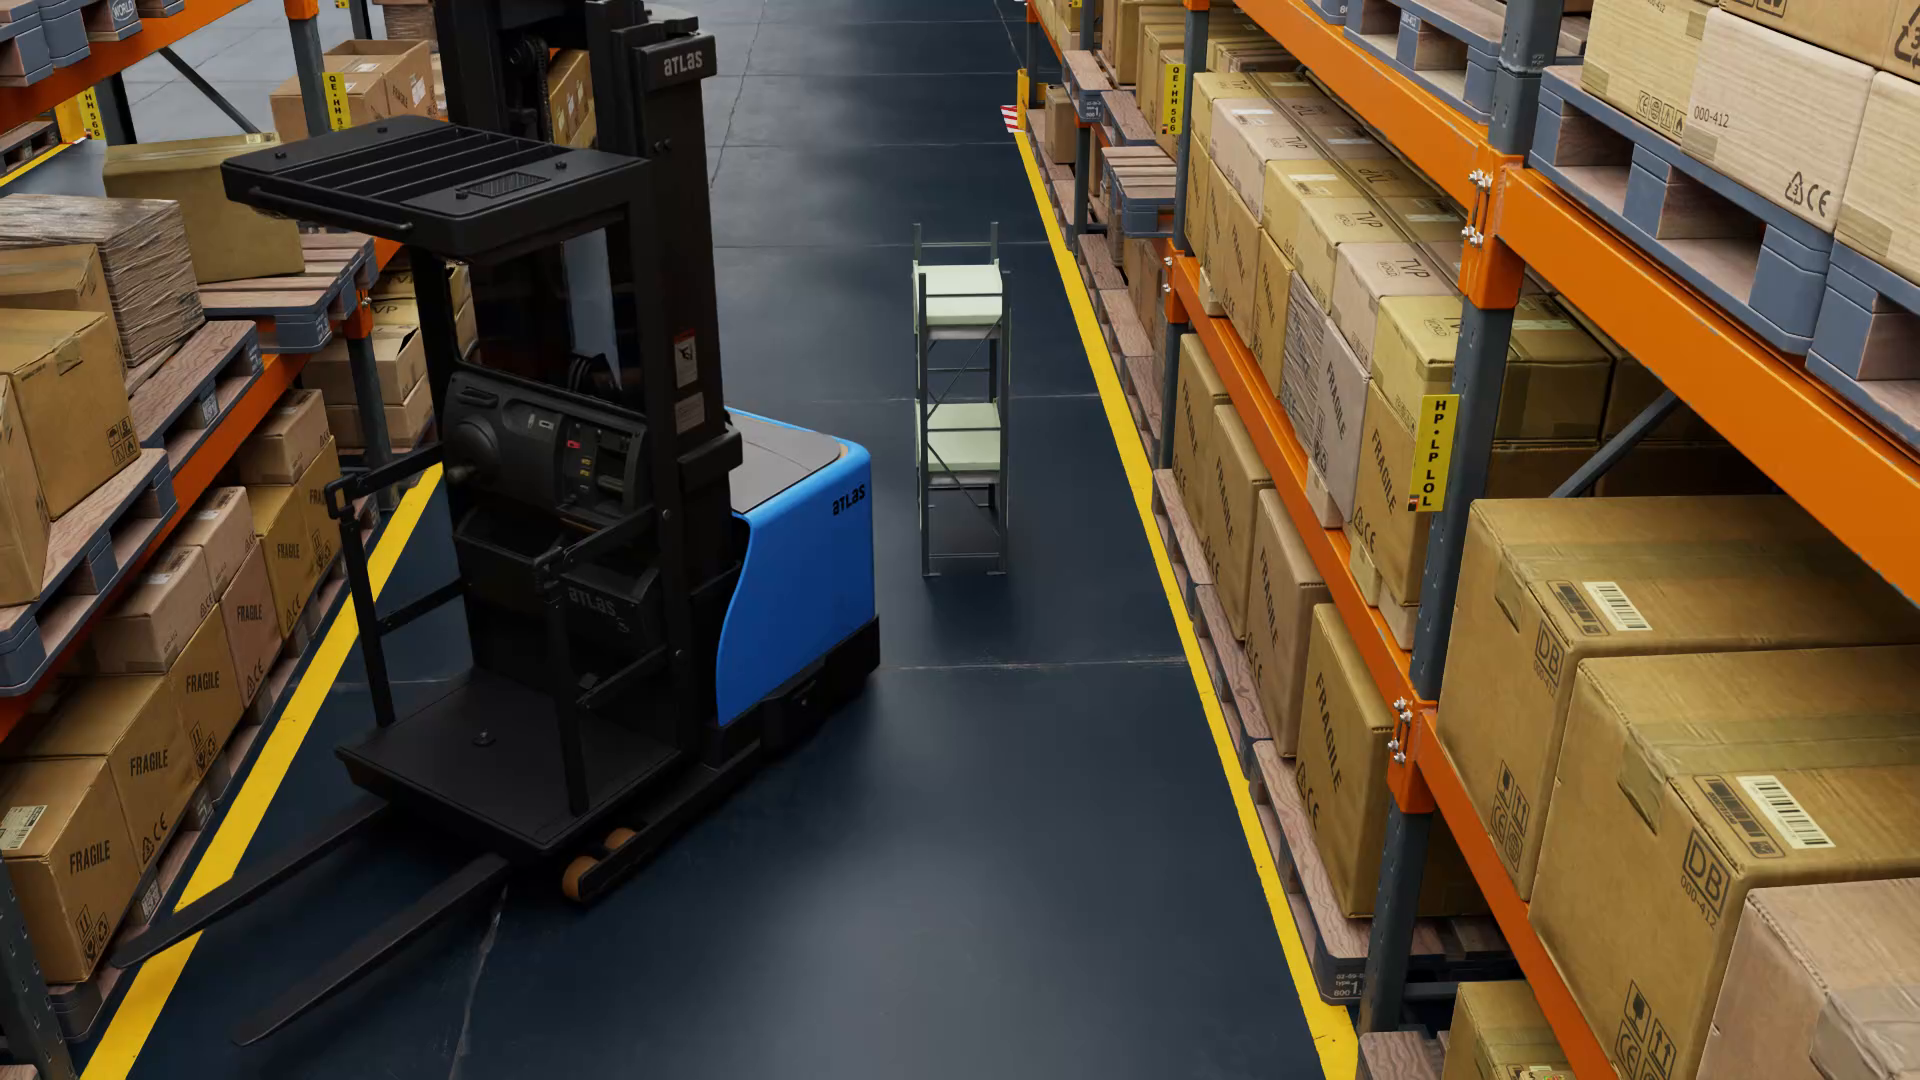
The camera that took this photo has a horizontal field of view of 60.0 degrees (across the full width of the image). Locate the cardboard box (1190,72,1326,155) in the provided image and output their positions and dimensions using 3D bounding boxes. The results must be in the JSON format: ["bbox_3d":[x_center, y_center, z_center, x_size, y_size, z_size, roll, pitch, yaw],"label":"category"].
[{"bbox_3d":[1.315,-1.895,7.377,0.500,0.250,0.500,-1,28,-1],"label":"cardboard box"}]

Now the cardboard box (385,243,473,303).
[{"bbox_3d":[-3.221,-1.665,10.112,0.500,0.311,0.500,-2,28,-3],"label":"cardboard box"}]

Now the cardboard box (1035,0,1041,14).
[{"bbox_3d":[0.900,-4.536,13.843,0.500,0.250,0.500,-2,28,-3],"label":"cardboard box"}]

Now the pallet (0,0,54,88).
[{"bbox_3d":[-3.154,-1.188,4.243,1.213,0.211,1.003,-1,28,-3],"label":"pallet"}]

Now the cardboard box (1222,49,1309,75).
[{"bbox_3d":[1.500,-2.292,8.116,0.380,0.149,0.250,-5,28,-9],"label":"cardboard box"}]

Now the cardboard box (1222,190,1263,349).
[{"bbox_3d":[1.360,-1.090,6.645,0.500,0.500,0.500,-2,28,-3],"label":"cardboard box"}]

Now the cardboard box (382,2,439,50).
[{"bbox_3d":[-3.637,-3.582,11.765,0.700,0.500,0.500,-2,28,-4],"label":"cardboard box"}]

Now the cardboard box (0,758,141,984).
[{"bbox_3d":[-2.972,1.046,5.228,0.500,0.500,0.500,-3,28,-5],"label":"cardboard box"}]

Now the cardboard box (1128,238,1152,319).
[{"bbox_3d":[1.457,-1.727,10.545,0.700,0.500,0.500,-1,28,-2],"label":"cardboard box"}]

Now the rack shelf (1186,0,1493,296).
[{"bbox_3d":[1.652,-1.694,5.789,1.077,0.370,4.000,-1,28,-3],"label":"rack shelf"}]

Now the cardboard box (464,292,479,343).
[{"bbox_3d":[-3.220,-1.410,10.229,0.500,0.250,0.500,-1,28,-2],"label":"cardboard box"}]

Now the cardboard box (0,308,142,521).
[{"bbox_3d":[-3.091,-0.409,5.228,0.700,0.500,0.500,3,28,5],"label":"cardboard box"}]

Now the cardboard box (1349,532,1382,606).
[{"bbox_3d":[1.419,0.078,5.107,0.380,0.149,0.250,-1,28,-2],"label":"cardboard box"}]

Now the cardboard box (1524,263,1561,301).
[{"bbox_3d":[1.959,-0.737,5.157,0.500,0.250,0.500,-1,28,-2],"label":"cardboard box"}]

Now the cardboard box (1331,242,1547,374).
[{"bbox_3d":[1.460,-0.723,5.130,0.500,0.250,0.500,-1,28,-2],"label":"cardboard box"}]

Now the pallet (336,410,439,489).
[{"bbox_3d":[-3.403,-0.630,9.230,1.003,0.211,1.213,-1,28,-3],"label":"pallet"}]

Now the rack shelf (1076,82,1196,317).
[{"bbox_3d":[1.443,-2.211,10.024,1.077,0.370,4.000,-1,28,-3],"label":"rack shelf"}]

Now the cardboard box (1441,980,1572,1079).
[{"bbox_3d":[1.693,1.511,4.359,0.700,0.500,0.500,-1,28,-2],"label":"cardboard box"}]

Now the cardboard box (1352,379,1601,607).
[{"bbox_3d":[1.481,-0.152,4.846,0.500,0.500,0.500,-2,28,-3],"label":"cardboard box"}]

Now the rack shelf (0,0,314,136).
[{"bbox_3d":[-3.295,-1.573,5.556,1.077,0.370,4.000,-1,28,-3],"label":"rack shelf"}]

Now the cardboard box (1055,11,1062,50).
[{"bbox_3d":[0.994,-3.838,12.505,0.500,0.250,0.500,-1,28,-2],"label":"cardboard box"}]

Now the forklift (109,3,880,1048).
[{"bbox_3d":[-1.568,-0.248,5.626,1.129,2.867,3.031,17,32,29],"label":"forklift"}]

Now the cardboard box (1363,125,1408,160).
[{"bbox_3d":[1.877,-1.445,6.514,0.500,0.250,0.500,-2,28,-4],"label":"cardboard box"}]

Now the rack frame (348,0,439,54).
[{"bbox_3d":[-3.608,-3.333,11.396,1.000,3.000,0.127,-1,28,-3],"label":"rack frame"}]

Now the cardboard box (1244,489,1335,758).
[{"bbox_3d":[1.543,0.300,6.301,0.750,0.750,0.750,-1,28,-1],"label":"cardboard box"}]

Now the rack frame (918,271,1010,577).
[{"bbox_3d":[0.019,-0.499,7.585,0.400,1.500,0.023,-1,28,-3],"label":"rack frame"}]

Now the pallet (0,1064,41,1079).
[{"bbox_3d":[-3.155,1.916,4.349,1.003,0.211,1.213,-1,28,-3],"label":"pallet"}]

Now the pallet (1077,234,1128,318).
[{"bbox_3d":[1.381,-1.858,11.584,1.003,0.211,1.213,-1,28,-3],"label":"pallet"}]

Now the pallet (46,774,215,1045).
[{"bbox_3d":[-3.270,1.224,5.676,1.003,0.211,1.213,-1,28,-3],"label":"pallet"}]

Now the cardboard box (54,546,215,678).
[{"bbox_3d":[-3.024,0.252,5.940,0.500,0.250,0.500,-1,28,-3],"label":"cardboard box"}]

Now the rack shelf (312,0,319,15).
[{"bbox_3d":[-3.504,-3.420,9.098,1.077,0.370,4.000,-1,28,-3],"label":"rack shelf"}]

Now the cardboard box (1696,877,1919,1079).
[{"bbox_3d":[1.849,1.032,2.704,0.980,0.700,0.700,-3,28,-5],"label":"cardboard box"}]

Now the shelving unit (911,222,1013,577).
[{"bbox_3d":[0.000,-0.668,7.909,0.431,1.500,0.755,-1,28,-3],"label":"shelving unit"}]

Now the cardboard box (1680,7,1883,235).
[{"bbox_3d":[1.542,-0.692,2.690,0.500,0.250,0.500,-2,28,-4],"label":"cardboard box"}]

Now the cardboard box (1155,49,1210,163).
[{"bbox_3d":[1.457,-2.320,8.871,0.700,0.500,0.500,-4,28,-7],"label":"cardboard box"}]

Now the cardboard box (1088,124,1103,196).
[{"bbox_3d":[1.245,-3.019,13.022,0.500,0.500,0.500,-3,28,-7],"label":"cardboard box"}]

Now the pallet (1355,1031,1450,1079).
[{"bbox_3d":[1.718,1.830,4.513,1.003,0.211,1.213,-1,28,-3],"label":"pallet"}]

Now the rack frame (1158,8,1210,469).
[{"bbox_3d":[1.548,-1.607,8.087,1.000,3.000,0.127,-1,28,-3],"label":"rack frame"}]

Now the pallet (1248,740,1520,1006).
[{"bbox_3d":[1.641,1.122,5.870,1.003,0.211,1.213,-1,28,-3],"label":"pallet"}]

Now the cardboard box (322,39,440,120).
[{"bbox_3d":[-3.557,-2.779,10.226,0.500,0.500,0.500,1,28,1],"label":"cardboard box"}]

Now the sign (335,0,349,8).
[{"bbox_3d":[-4.162,-3.737,11.150,0.100,0.325,0.005,-1,28,-3],"label":"sign"}]

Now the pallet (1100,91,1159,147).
[{"bbox_3d":[1.403,-2.435,9.882,1.003,0.211,1.213,-1,28,-3],"label":"pallet"}]

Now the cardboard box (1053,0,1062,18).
[{"bbox_3d":[0.974,-4.170,12.331,0.500,0.500,0.500,-2,28,-3],"label":"cardboard box"}]

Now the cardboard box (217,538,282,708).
[{"bbox_3d":[-3.056,0.335,6.591,0.500,0.500,0.500,-2,28,-5],"label":"cardboard box"}]

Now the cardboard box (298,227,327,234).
[{"bbox_3d":[-3.374,-1.615,8.199,0.500,0.311,0.500,0,28,1],"label":"cardboard box"}]

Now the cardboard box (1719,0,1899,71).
[{"bbox_3d":[1.547,-1.013,2.493,0.500,0.500,0.500,-2,28,-4],"label":"cardboard box"}]

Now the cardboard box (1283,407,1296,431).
[{"bbox_3d":[1.431,-0.517,6.247,0.380,0.149,0.250,-1,28,-1],"label":"cardboard box"}]

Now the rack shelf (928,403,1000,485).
[{"bbox_3d":[0.000,-0.466,8.015,0.368,0.124,0.686,-1,28,-3],"label":"rack shelf"}]
